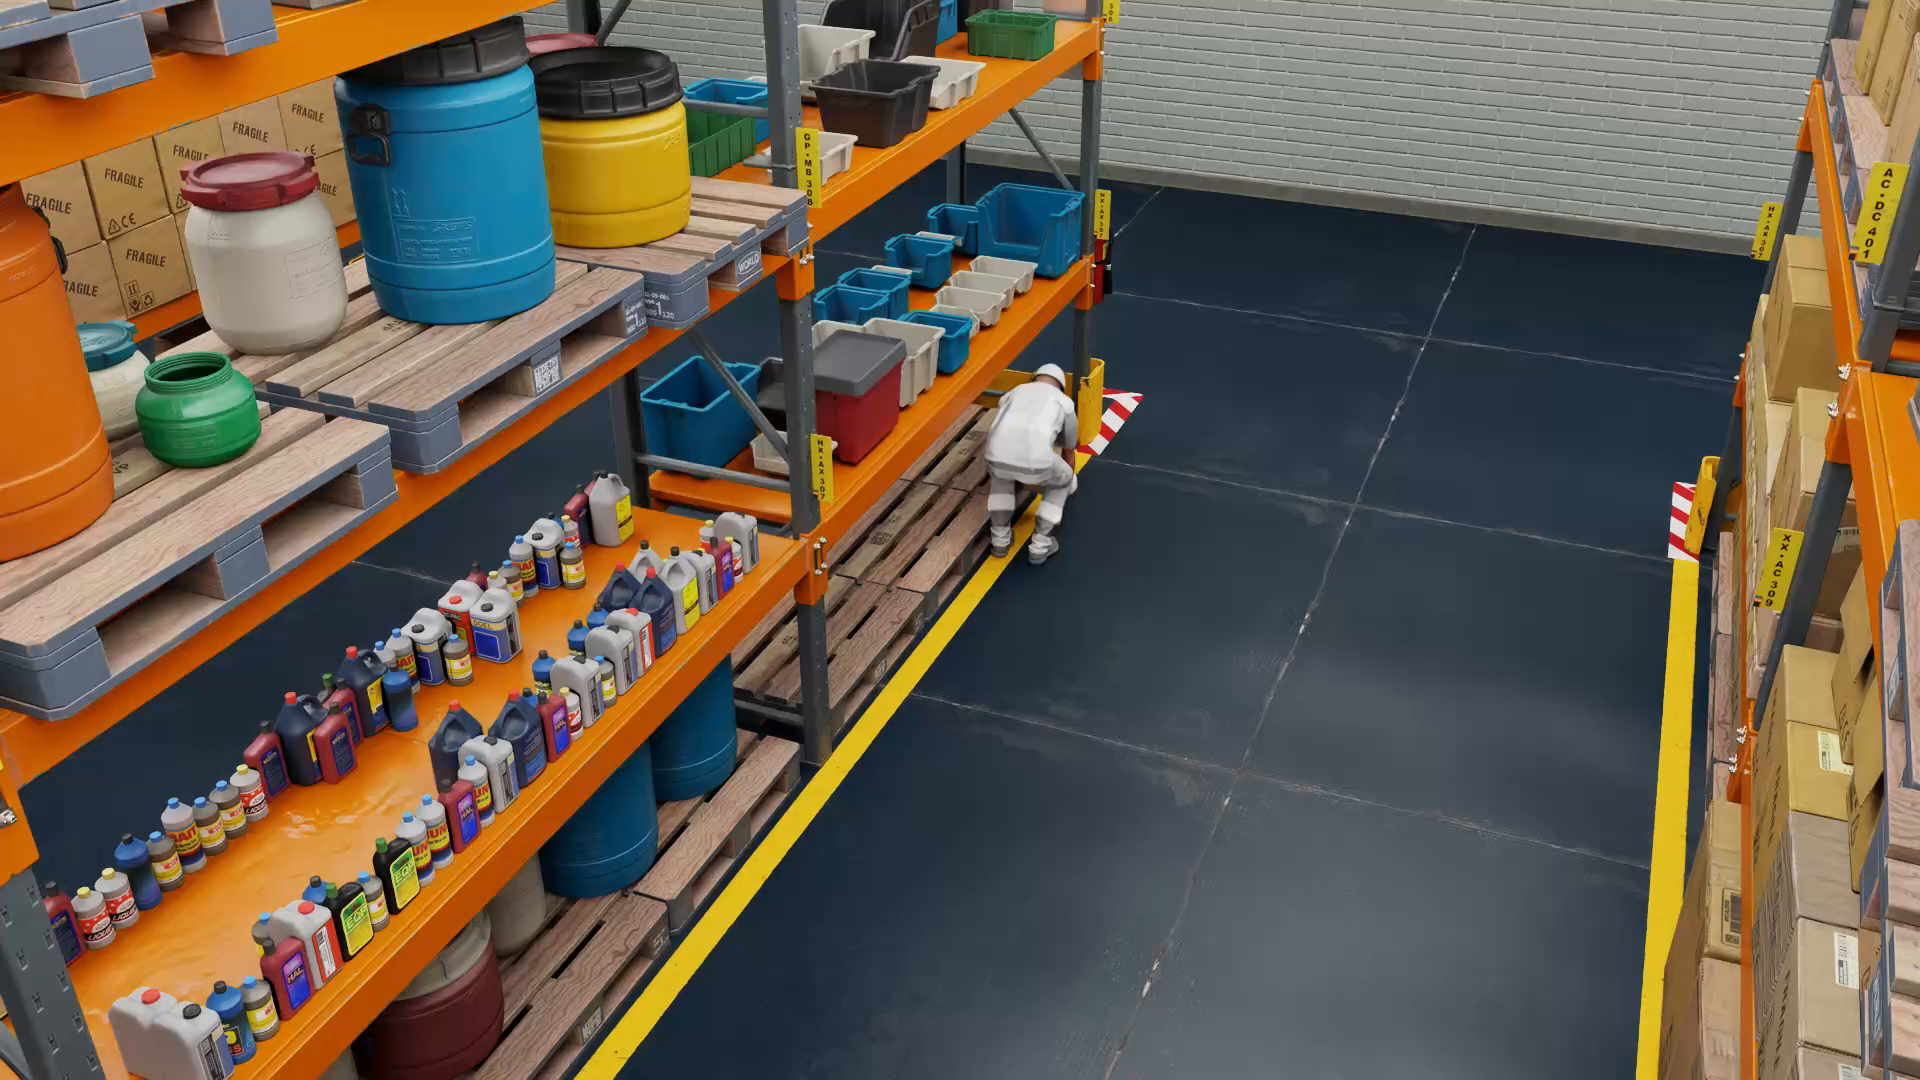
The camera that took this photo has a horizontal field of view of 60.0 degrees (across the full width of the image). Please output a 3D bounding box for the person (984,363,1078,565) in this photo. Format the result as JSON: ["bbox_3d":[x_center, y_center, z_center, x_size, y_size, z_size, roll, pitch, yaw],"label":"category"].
[{"bbox_3d":[0.436,-0.447,9.971,0.535,1.004,0.957,10,31,17],"label":"person"}]
